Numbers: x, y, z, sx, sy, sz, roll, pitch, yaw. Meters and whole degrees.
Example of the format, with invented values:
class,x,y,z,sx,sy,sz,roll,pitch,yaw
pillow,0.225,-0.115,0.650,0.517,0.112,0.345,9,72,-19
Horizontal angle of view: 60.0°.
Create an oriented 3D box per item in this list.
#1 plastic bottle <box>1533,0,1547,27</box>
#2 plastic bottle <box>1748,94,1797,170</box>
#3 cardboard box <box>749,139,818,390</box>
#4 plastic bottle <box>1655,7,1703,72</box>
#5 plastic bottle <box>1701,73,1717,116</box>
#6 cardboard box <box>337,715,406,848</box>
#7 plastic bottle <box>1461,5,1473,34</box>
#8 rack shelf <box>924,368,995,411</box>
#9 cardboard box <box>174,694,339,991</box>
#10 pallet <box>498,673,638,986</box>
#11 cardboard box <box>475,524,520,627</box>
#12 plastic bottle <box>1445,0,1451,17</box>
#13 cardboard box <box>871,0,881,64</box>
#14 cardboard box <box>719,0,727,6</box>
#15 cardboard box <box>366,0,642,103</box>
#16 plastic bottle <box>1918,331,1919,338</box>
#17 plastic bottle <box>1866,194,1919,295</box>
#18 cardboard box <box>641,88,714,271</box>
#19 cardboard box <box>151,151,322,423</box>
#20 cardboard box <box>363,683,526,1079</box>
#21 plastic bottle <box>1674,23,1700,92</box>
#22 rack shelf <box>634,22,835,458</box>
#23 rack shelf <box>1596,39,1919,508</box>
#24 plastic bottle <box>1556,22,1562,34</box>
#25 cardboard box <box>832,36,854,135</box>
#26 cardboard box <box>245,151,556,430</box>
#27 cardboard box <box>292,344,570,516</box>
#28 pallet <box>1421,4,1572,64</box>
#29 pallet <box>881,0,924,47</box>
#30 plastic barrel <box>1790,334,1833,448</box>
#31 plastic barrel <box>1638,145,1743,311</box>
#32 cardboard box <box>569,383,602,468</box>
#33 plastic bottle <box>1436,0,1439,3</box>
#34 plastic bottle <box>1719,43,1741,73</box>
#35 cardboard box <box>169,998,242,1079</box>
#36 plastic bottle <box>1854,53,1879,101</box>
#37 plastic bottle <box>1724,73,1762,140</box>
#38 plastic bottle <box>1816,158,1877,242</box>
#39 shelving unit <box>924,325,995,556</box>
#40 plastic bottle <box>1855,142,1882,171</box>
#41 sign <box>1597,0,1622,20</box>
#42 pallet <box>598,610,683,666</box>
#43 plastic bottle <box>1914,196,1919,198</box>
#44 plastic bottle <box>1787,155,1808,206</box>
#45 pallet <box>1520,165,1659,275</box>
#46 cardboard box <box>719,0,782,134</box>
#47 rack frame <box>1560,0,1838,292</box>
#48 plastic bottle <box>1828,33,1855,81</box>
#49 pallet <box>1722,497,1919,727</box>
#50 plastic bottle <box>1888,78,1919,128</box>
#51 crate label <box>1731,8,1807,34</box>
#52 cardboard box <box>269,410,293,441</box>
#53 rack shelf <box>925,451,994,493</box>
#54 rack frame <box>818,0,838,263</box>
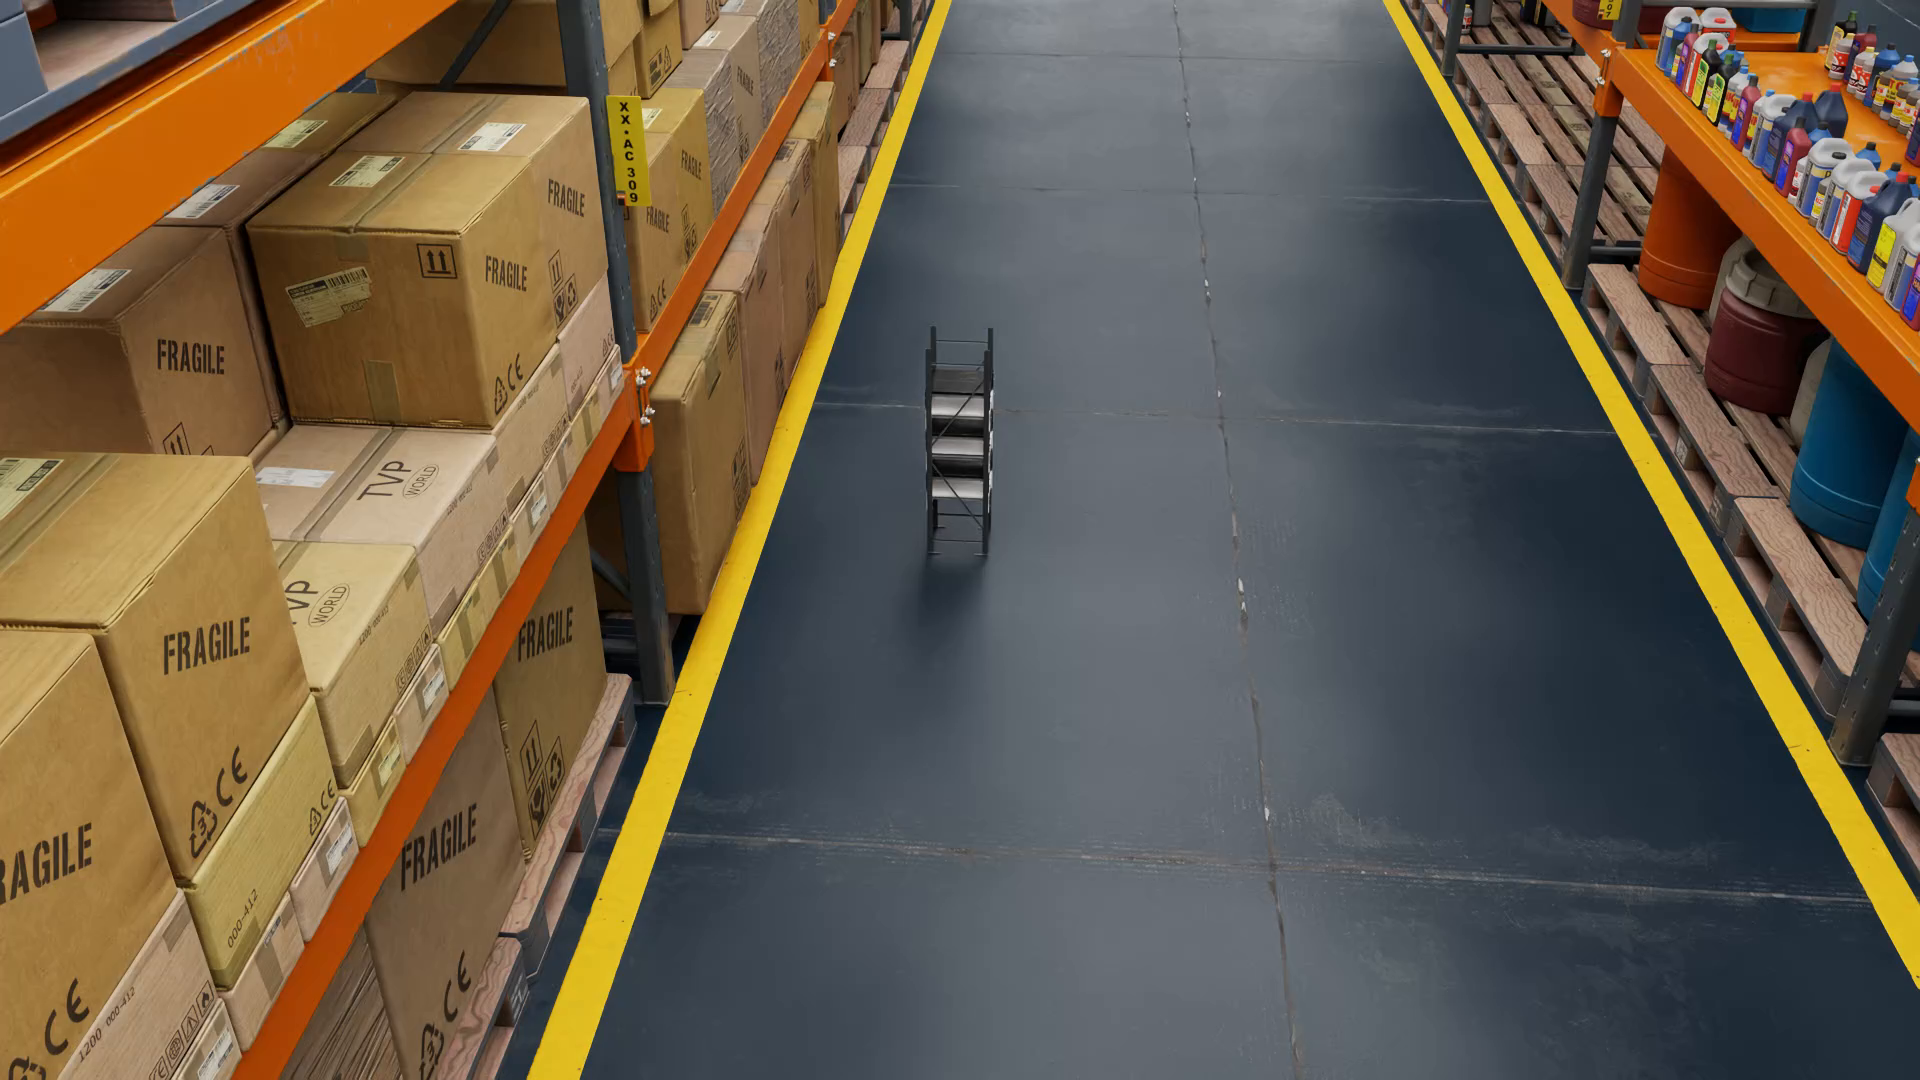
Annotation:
class,x,y,z,sx,sy,sz,roll,pitch,yaw
plastic bottle,4.433,-4.069,12.663,0.061,0.283,0.133,2,32,4
plastic bottle,3.281,-1.634,6.660,0.152,0.276,0.135,2,32,4
cardboard box,-1.342,-1.284,7.600,1.225,0.875,0.875,3,32,4
plastic bottle,3.394,-2.359,7.837,0.152,0.276,0.135,2,32,4
plastic bottle,3.309,-1.956,7.254,0.097,0.201,0.097,0,32,0
cardboard box,-1.355,0.479,3.354,0.380,0.149,0.250,2,32,3
plastic bottle,3.796,-3.915,12.491,0.097,0.201,0.097,0,32,0
rack shelf,-0.001,-0.580,6.383,0.258,0.077,0.200,2,32,4
cardboard box,-1.448,0.511,2.922,0.500,0.250,0.500,1,32,2
pallet,-1.651,0.837,5.190,1.003,0.211,1.213,2,32,4
cardboard box,-1.293,0.075,4.009,0.380,0.149,0.250,3,32,5
plastic bottle,3.858,-4.225,12.852,0.144,0.351,0.185,1,32,2
cardboard box,-0.931,-3.730,11.907,0.700,0.500,0.500,0,32,0
cardboard box,-1.317,-2.583,7.031,0.797,0.503,0.637,3,32,5
cardboard box,-1.467,-1.548,5.351,0.797,0.503,0.637,2,32,3
plastic bottle,3.118,-0.730,5.264,0.097,0.201,0.097,0,32,0
plastic bottle,3.174,-1.006,5.570,0.144,0.351,0.185,2,32,4
cardboard box,-1.184,-1.279,5.872,0.500,0.500,0.500,3,32,4
cardboard box,-1.853,-0.629,4.057,0.500,0.500,0.500,2,32,4
cardboard box,-1.718,0.794,4.227,0.875,0.875,0.875,2,32,4
plastic bottle,3.322,-2.192,7.559,0.061,0.283,0.133,2,32,4
rack shelf,-1.348,-1.484,6.984,1.077,0.370,4.000,2,32,4
rack shelf,3.588,-1.272,6.641,1.077,0.370,4.000,2,32,4
plastic bottle,4.548,-3.913,12.488,0.097,0.201,0.097,0,32,0
cardboard box,-1.079,-2.897,10.555,0.700,0.500,0.500,5,32,8
cardboard box,-1.327,-0.612,4.029,0.500,0.500,0.500,3,32,4
cardboard box,-1.325,-0.294,4.227,0.500,0.250,0.500,3,32,5
pallet,4.173,-3.878,12.841,1.003,0.211,1.213,2,32,4
pallet,-0.840,-4.093,13.190,1.003,0.211,1.213,2,32,4
plastic barrel,3.680,-0.598,6.832,0.421,0.512,0.421,0,32,0
plastic barrel,3.728,-1.622,8.192,0.600,0.830,0.708,2,32,4
cardboard box,-1.230,-0.329,4.664,0.380,0.149,0.250,3,32,5
plastic bottle,3.901,-4.447,13.283,0.152,0.276,0.135,3,32,5
plastic bottle,3.380,-2.053,7.345,0.097,0.271,0.097,0,32,0
cardboard box,-1.419,0.878,2.705,0.380,0.149,0.250,2,32,3
plastic bottle,4.089,-2.079,7.453,0.097,0.201,0.097,0,32,0
plastic bottle,3.282,-1.814,6.957,0.097,0.271,0.097,0,32,0
plastic bottle,3.217,-1.225,5.996,0.152,0.276,0.135,2,32,4
shelving unit,-0.001,-0.379,6.507,0.258,0.900,0.210,2,32,4
plastic bottle,3.362,-1.348,6.201,0.097,0.271,0.097,0,32,0
sign,3.202,-2.713,8.138,0.100,0.325,0.005,2,32,4
pallet,-1.523,0.036,6.490,1.003,0.211,1.213,2,32,4
plastic bottle,3.333,-1.097,5.717,0.144,0.351,0.185,2,32,4
plastic bottle,3.218,-1.376,6.313,0.097,0.201,0.097,0,32,0
pallet,3.853,-1.840,9.535,1.003,0.211,1.213,2,32,4
cardboard box,-1.064,-2.077,7.167,0.500,0.500,0.500,1,32,2
rack frame,3.751,-2.624,8.149,1.000,3.000,0.127,2,32,4
plastic bottle,4.116,-2.250,7.732,0.097,0.201,0.097,0,32,0
pallet,3.530,0.253,6.138,1.003,0.211,1.213,2,32,4
plastic bottle,4.058,-1.875,7.123,0.097,0.201,0.097,0,32,0
crate label,4.159,-2.757,8.524,0.303,0.233,0.416,2,32,4
cardboard box,-1.856,-0.312,4.257,0.500,0.250,0.500,2,32,4
rack shelf,-0.001,-0.274,6.572,0.258,0.077,0.200,2,32,4
rack frame,-1.185,-2.836,8.492,1.000,3.000,0.127,2,32,4
